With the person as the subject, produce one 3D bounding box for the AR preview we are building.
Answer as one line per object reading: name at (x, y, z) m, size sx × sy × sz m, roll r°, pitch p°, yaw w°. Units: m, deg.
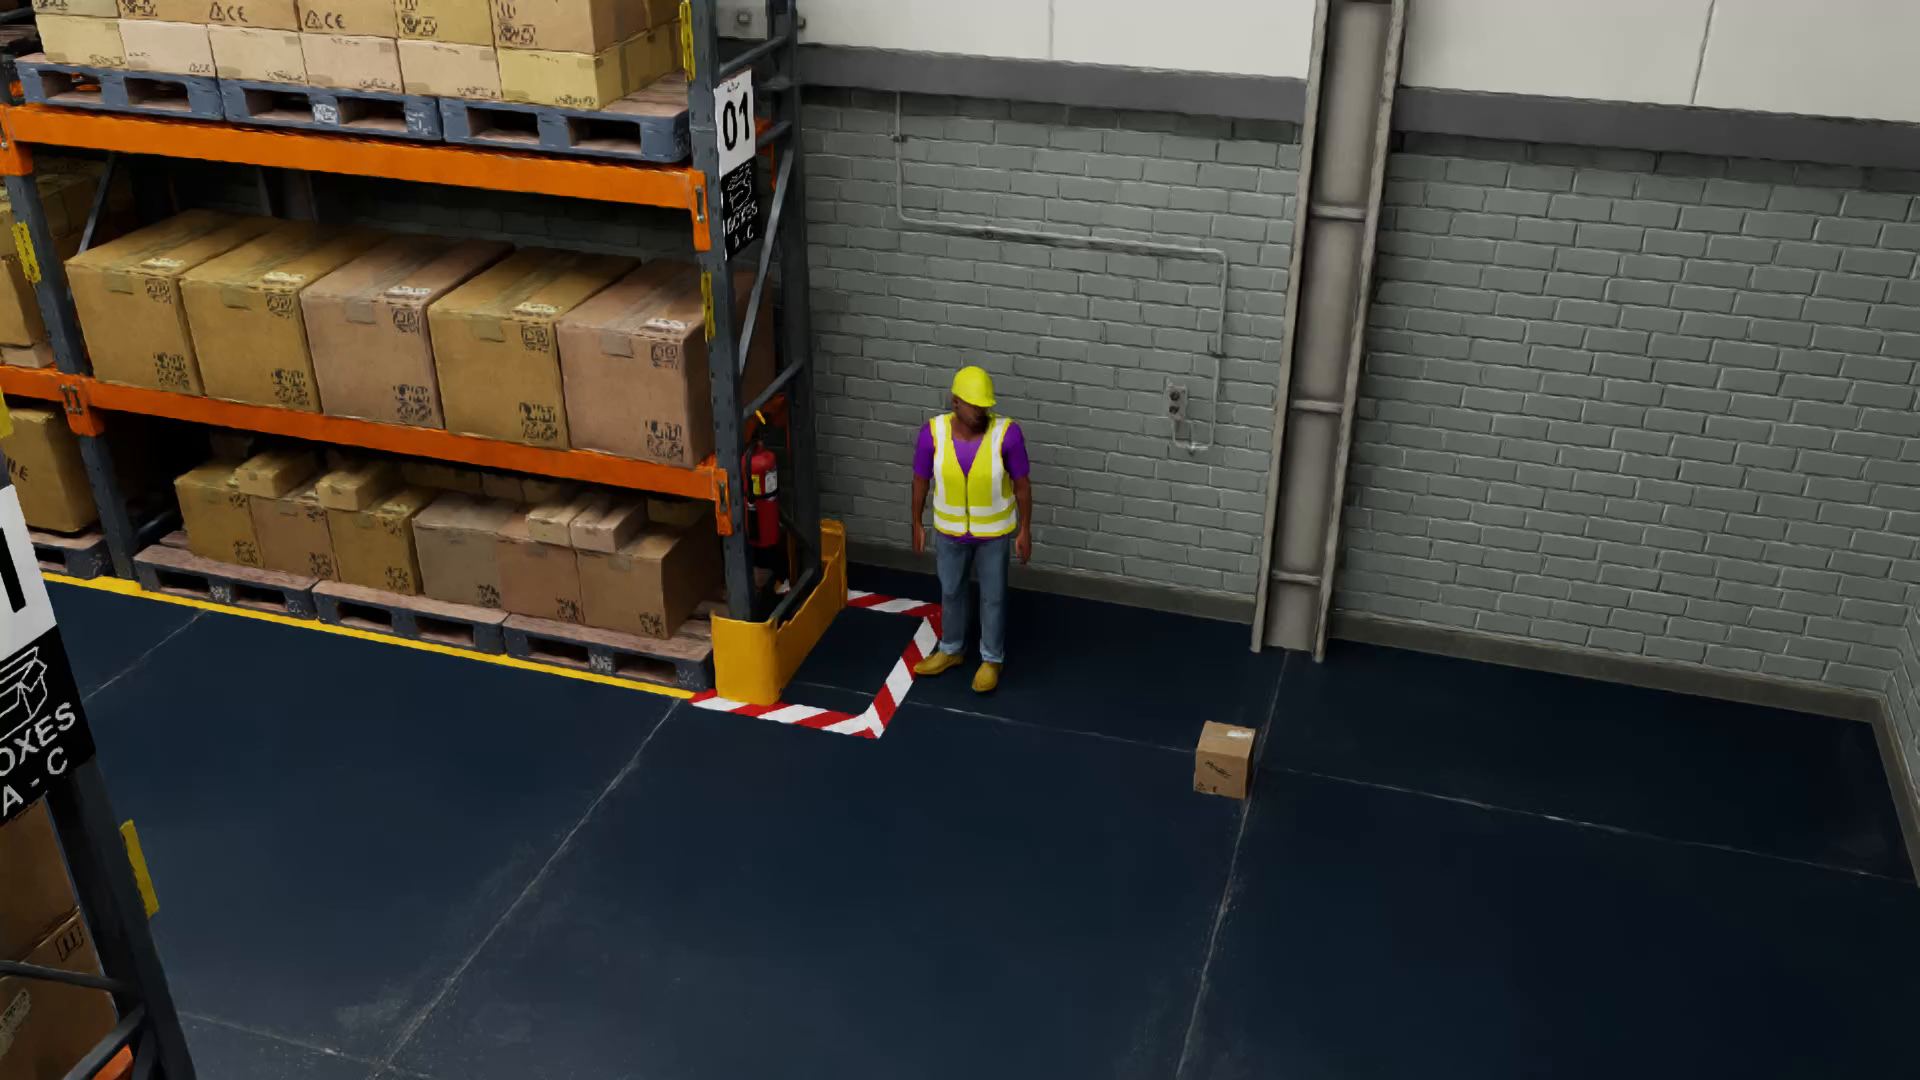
person at (0.055, -0.053, 8.519) m, size 0.641 × 1.774 × 0.386 m, roll 6°, pitch 30°, yaw 11°
